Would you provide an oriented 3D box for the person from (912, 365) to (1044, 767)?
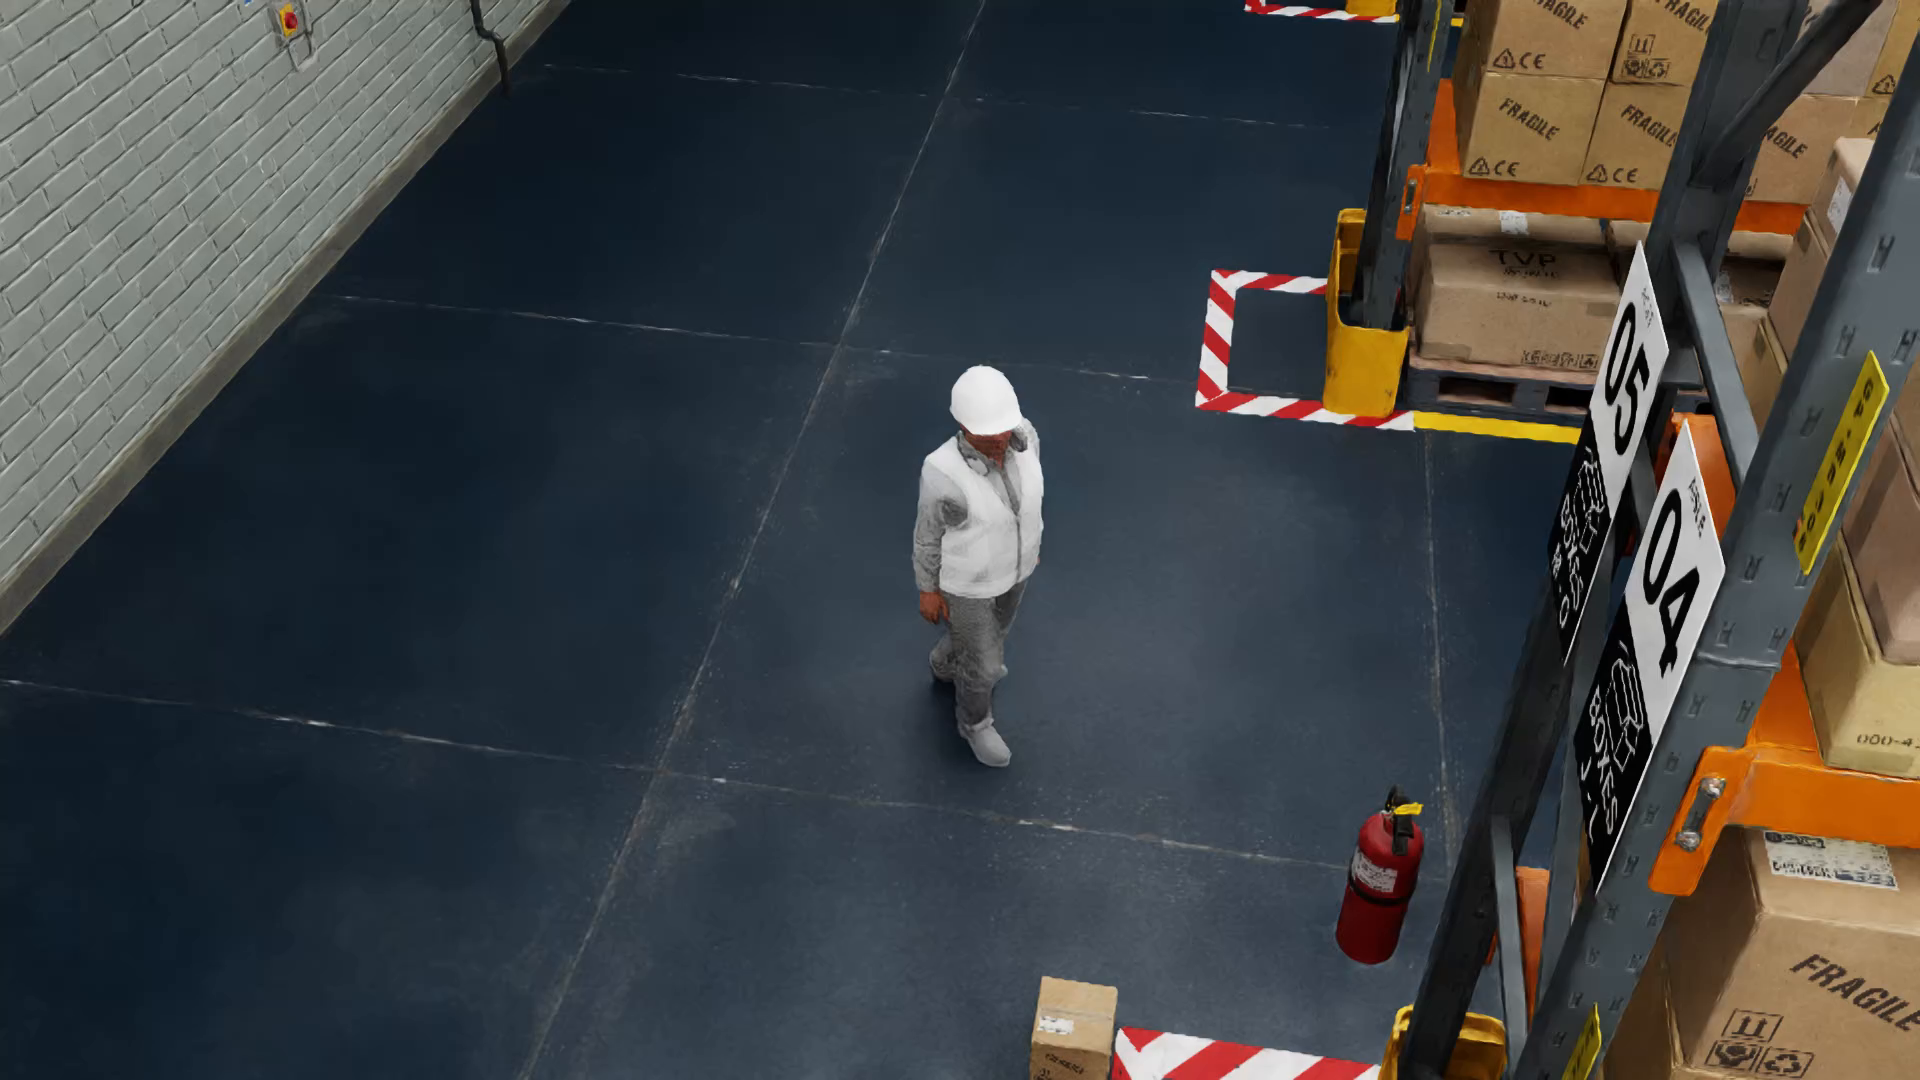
[{"bbox_3d":[0.034,0.054,6.075,0.562,1.763,0.564,32,50,32],"label":"person"}]
